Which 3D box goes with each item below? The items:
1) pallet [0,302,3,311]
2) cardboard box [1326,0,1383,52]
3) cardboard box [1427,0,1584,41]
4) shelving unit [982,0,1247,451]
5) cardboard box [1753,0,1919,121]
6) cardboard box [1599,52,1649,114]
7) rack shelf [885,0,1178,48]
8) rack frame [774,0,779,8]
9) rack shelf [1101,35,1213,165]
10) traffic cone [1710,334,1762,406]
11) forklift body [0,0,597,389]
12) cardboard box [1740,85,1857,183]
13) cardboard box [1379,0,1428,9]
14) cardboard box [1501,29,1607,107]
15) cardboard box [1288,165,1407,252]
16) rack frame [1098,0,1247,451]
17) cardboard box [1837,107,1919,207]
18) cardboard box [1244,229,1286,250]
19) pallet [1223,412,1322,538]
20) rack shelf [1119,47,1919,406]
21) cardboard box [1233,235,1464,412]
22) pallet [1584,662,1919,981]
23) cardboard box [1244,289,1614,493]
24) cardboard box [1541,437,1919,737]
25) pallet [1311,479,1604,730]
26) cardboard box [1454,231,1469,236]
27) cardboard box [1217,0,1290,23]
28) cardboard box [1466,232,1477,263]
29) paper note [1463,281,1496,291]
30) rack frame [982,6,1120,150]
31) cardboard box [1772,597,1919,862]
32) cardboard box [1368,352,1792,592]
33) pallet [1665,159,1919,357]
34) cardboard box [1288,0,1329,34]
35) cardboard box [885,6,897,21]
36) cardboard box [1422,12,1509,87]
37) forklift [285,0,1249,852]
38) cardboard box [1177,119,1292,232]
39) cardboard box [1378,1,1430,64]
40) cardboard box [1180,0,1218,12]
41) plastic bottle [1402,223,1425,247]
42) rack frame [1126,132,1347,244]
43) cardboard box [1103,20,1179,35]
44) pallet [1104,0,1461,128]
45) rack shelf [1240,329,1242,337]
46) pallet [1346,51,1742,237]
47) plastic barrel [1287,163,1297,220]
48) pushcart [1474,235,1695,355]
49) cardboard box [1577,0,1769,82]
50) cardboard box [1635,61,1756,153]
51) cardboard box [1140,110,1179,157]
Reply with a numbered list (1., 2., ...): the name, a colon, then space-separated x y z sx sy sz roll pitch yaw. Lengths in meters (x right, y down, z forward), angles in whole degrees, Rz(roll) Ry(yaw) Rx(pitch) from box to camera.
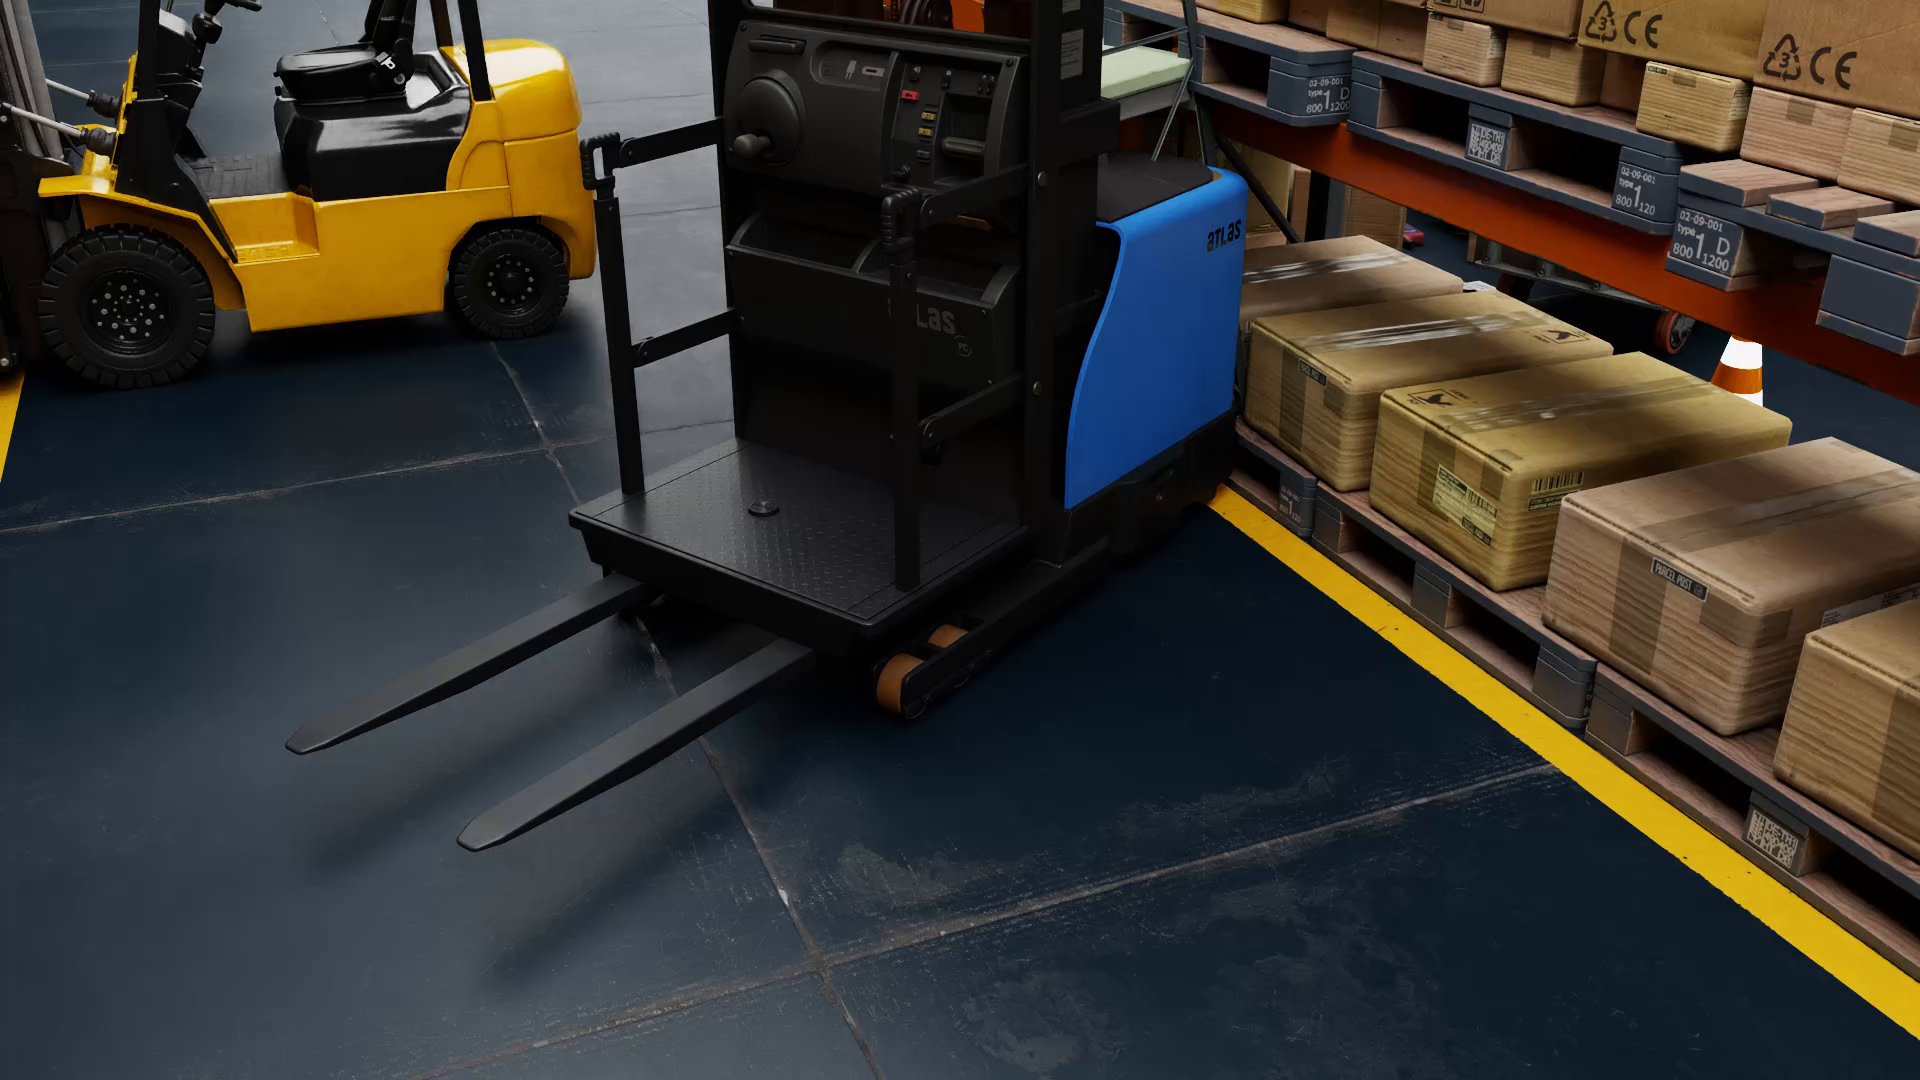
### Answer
1. pallet: -4.319 -0.707 6.457 1.003 0.211 1.213 -11 28 -21
2. cardboard box: 1.260 -1.477 4.663 0.380 0.149 0.250 -10 28 -20
3. cardboard box: 1.510 -1.512 3.996 0.500 0.500 0.500 -12 28 -23
4. shelving unit: 0.539 -1.055 5.599 0.431 1.500 0.755 -20 27 -14
5. cardboard box: 1.922 -1.088 3.128 0.500 0.500 0.500 -11 28 -21
6. cardboard box: 1.717 -1.070 3.831 0.380 0.149 0.250 -10 28 -20
7. rack shelf: 0.218 -2.477 7.724 1.077 0.370 4.000 -11 28 -21
8. rack frame: -0.565 -3.608 9.220 1.000 3.000 0.127 -11 28 -21
9. rack shelf: 0.460 -1.397 5.430 0.431 0.370 0.720 -20 27 -14
10. traffic cone: 2.775 -0.593 5.937 0.336 0.463 0.334 -11 28 -21
11. forklift body: -2.710 -1.920 6.731 2.313 2.155 1.214 -11 28 -21
12. cardboard box: 1.820 -0.839 3.356 0.380 0.149 0.250 -12 28 -23
13. cardboard box: 1.299 -1.718 4.417 0.500 0.500 0.500 -11 28 -21
14. cardboard box: 1.543 -1.158 4.010 0.380 0.149 0.250 -12 28 -22
15. cardboard box: 1.834 -1.537 7.825 0.500 0.500 0.500 8 27 15
16. rack frame: 0.667 -0.927 5.281 0.400 1.500 0.023 -20 27 -14
17. cardboard box: 1.912 -0.736 3.145 0.380 0.149 0.250 -11 28 -21
18. cardboard box: 1.019 -1.231 7.007 0.500 0.250 0.500 -12 28 -23
19. pallet: 1.308 -0.426 5.881 1.003 0.211 1.213 -11 28 -21
20. rack shelf: 1.785 -0.862 4.417 1.077 0.370 4.000 -11 28 -21
21. cardboard box: 1.209 -0.789 5.964 0.950 0.372 0.625 -10 28 -20
22. pallet: 2.263 0.559 3.864 1.003 0.211 1.213 -11 28 -21
23. cardboard box: 1.494 -0.500 5.371 0.950 0.372 0.625 -9 27 -17
24. cardboard box: 2.059 0.088 4.168 0.950 0.372 0.625 -11 28 -22
25. pallet: 1.789 0.068 4.871 1.003 0.211 1.213 -11 28 -21
26. cardboard box: 2.826 -1.897 8.406 0.797 0.637 0.503 -11 28 -21
27. cardboard box: 1.017 -1.689 5.098 0.380 0.149 0.250 -10 28 -20
28. cardboard box: 2.657 -1.462 7.942 0.396 0.266 0.258 13 29 24
29. paper note: 2.364 -1.166 7.603 0.148 0.019 0.142 -11 28 -21
30. rack frame: 0.410 -1.182 5.917 0.400 1.500 0.023 -20 27 -14
31. cardboard box: 2.356 0.384 3.561 0.950 0.372 0.625 -13 29 -24
32. cardboard box: 1.768 -0.219 4.797 0.950 0.372 0.625 -10 28 -19
33. pallet: 2.191 -0.561 3.199 1.213 0.211 1.003 -11 28 -21
34. cardboard box: 1.198 -1.588 4.891 0.380 0.149 0.250 -9 27 -17
35. cardboard box: -0.494 -2.515 8.783 0.500 0.500 0.500 -12 28 -22
36. cardboard box: 1.412 -1.260 4.220 0.380 0.149 0.250 -9 28 -19
37. forklift: -0.372 -1.097 4.156 1.130 2.935 3.031 18 31 32
38. cardboard box: 1.019 -1.568 6.842 0.500 0.500 0.500 -9 27 -18
39. cardboard box: 1.356 -1.376 4.458 0.380 0.149 0.250 -10 28 -20
40. cardboard box: 0.927 -1.791 5.308 0.380 0.149 0.250 -10 28 -20
41. plastic bottle: 2.222 -1.516 8.284 0.133 0.061 0.283 -6 27 -12
42. rack frame: 1.001 -1.993 5.913 1.000 3.000 0.127 -11 28 -21
43. cardboard box: 0.595 -1.957 6.126 0.380 0.149 0.250 -11 28 -21
44. pallet: 1.167 -1.573 5.272 1.003 0.211 1.213 -11 28 -21
45. rack shelf: 0.604 -0.768 5.740 0.431 0.370 0.720 -20 27 -14
46. pallet: 1.755 -1.084 4.270 1.003 0.211 1.213 -11 28 -21
47. plastic barrel: 1.637 -1.876 8.610 0.512 0.421 0.421 8 27 15
48. pushcart: 3.080 -1.226 7.332 1.648 0.377 0.936 -22 34 -38
49. cardboard box: 1.723 -1.291 3.545 0.500 0.500 0.500 -13 29 -24
50. cardboard box: 1.700 -0.947 3.579 0.380 0.149 0.250 -10 28 -20
51. cardboard box: 0.523 -1.476 6.654 0.500 0.500 0.500 -11 28 -21
